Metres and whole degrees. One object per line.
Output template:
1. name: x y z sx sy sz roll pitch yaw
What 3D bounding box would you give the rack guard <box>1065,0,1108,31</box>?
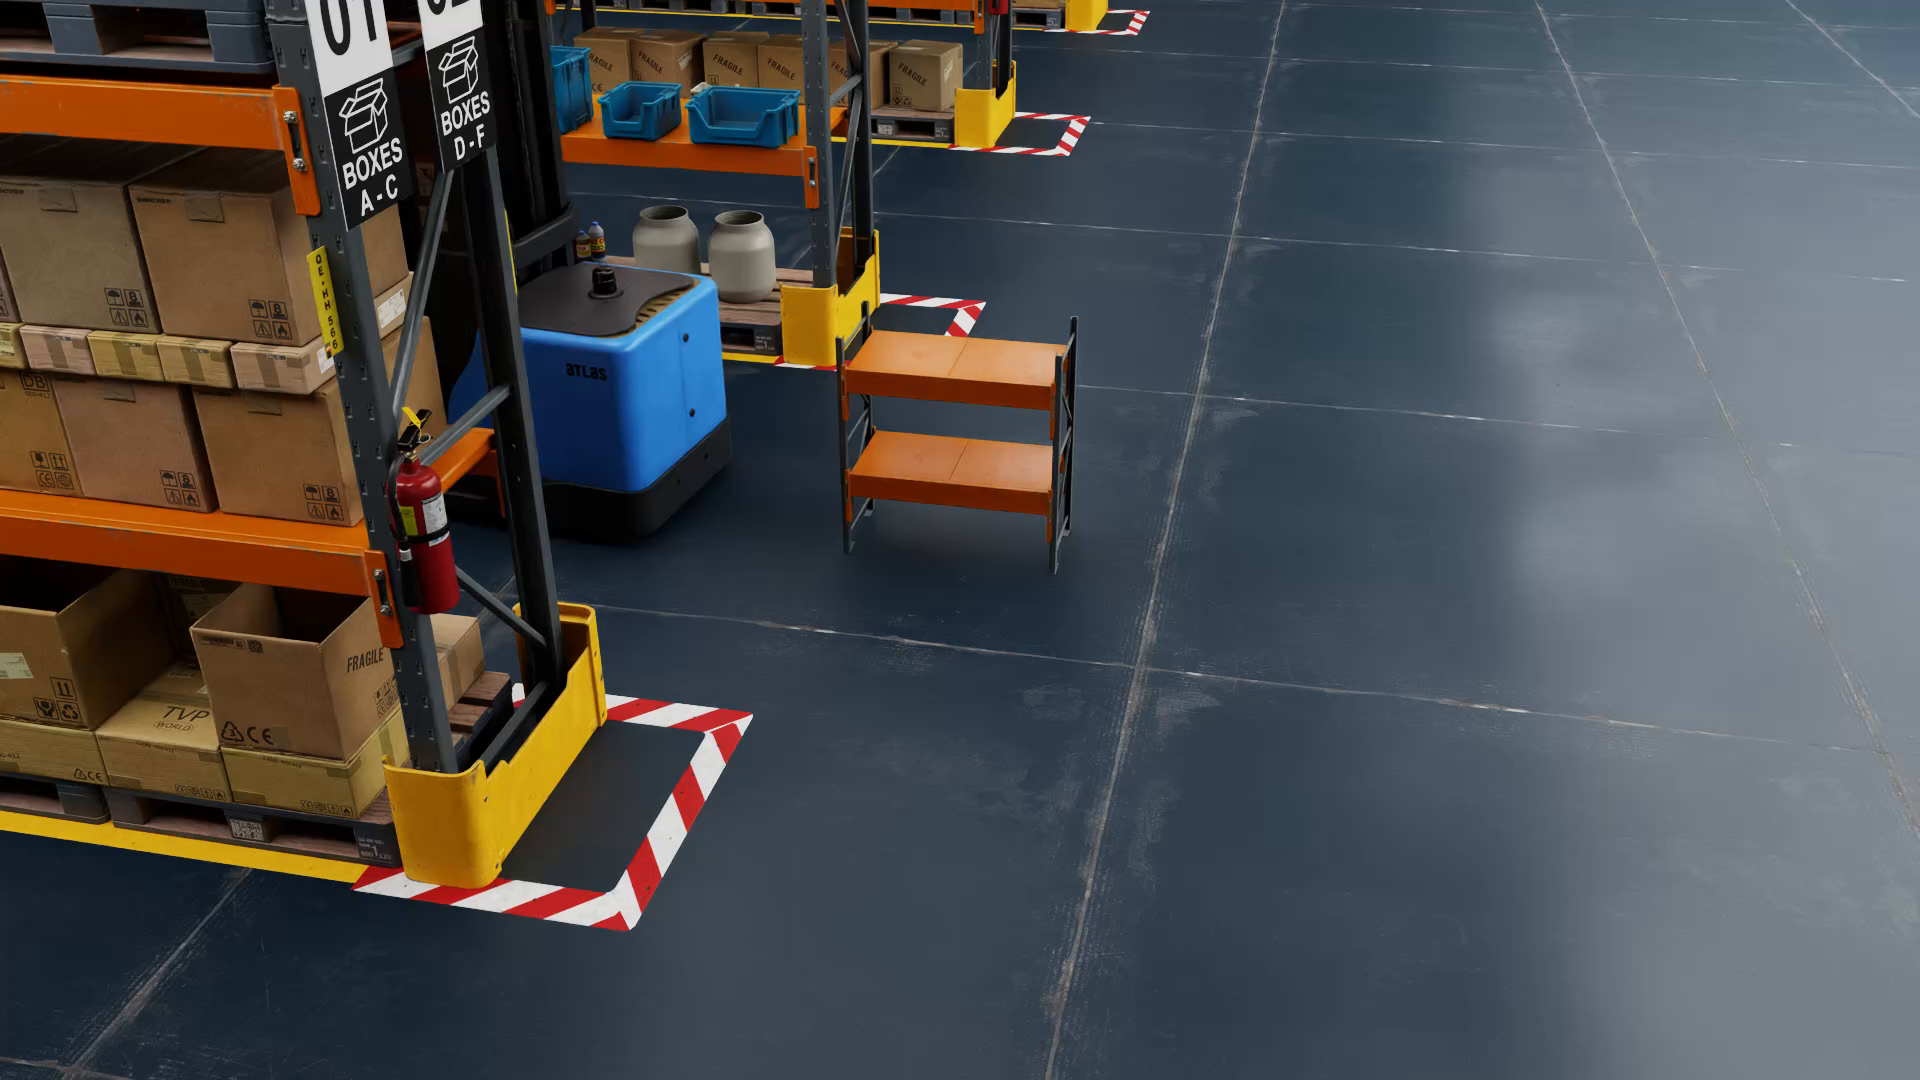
1. rack guard: 1.464 -6.223 19.096 0.348 0.500 1.175 6 29 11

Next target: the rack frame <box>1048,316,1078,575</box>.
1. rack frame: 0.491 -0.443 7.888 0.032 1.125 0.500 6 29 11

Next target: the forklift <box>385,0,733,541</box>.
1. forklift: -2.794 -1.697 8.297 3.031 2.935 1.130 9 30 17

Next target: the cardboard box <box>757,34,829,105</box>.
1. cardboard box: -1.501 -4.276 15.103 0.500 0.500 0.500 9 30 15

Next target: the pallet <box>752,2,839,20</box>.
1. pallet: -1.744 -6.387 19.696 1.213 0.211 1.003 6 29 11

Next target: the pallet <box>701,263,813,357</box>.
1. pallet: -1.606 -1.523 10.812 1.213 0.211 1.003 6 29 11

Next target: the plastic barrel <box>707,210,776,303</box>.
1. plastic barrel: -1.388 -1.800 10.567 0.421 0.512 0.421 0 29 0

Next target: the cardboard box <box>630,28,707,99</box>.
1. cardboard box: -2.661 -4.379 15.290 0.500 0.500 0.500 16 32 26

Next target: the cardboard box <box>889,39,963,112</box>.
1. cardboard box: -0.301 -4.161 14.892 0.500 0.500 0.500 11 31 20

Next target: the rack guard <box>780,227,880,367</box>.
1. rack guard: -0.813 -1.566 10.589 0.348 0.500 1.175 6 29 11

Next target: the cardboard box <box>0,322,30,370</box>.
1. cardboard box: -3.189 -0.732 5.683 0.250 0.149 0.380 7 29 12

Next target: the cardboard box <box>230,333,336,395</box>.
1. cardboard box: -2.180 -0.628 5.494 0.250 0.149 0.380 5 29 10

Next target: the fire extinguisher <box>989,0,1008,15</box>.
1. fire extinguisher: 0.322 -4.741 13.866 0.183 0.674 0.296 6 29 11

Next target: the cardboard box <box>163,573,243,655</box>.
1. cardboard box: -2.734 0.135 6.525 0.500 0.500 0.500 6 29 11

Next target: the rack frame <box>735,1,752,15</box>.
1. rack frame: -2.471 -7.723 19.233 0.127 3.000 1.000 6 29 11

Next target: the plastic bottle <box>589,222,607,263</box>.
1. plastic bottle: -2.437 -2.001 11.164 0.097 0.271 0.097 0 29 0

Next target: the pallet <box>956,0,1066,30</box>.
1. pallet: 0.642 -6.142 19.249 1.213 0.211 1.003 6 29 11

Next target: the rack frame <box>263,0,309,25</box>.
1. rack frame: -1.767 -2.982 4.326 0.127 3.000 1.000 6 29 11

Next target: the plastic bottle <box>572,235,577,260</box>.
1. plastic bottle: -2.654 -2.038 11.219 0.133 0.283 0.061 6 29 11

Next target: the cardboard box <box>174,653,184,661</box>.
1. cardboard box: -3.223 0.414 6.796 0.500 0.250 0.500 6 29 11

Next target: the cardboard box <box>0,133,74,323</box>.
1. cardboard box: -3.281 -1.122 5.721 0.500 0.500 0.700 6 29 11

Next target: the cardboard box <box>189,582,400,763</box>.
1. cardboard box: -2.353 0.428 5.989 0.500 0.500 0.500 6 29 11

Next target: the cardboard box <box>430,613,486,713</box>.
1. cardboard box: -2.245 0.513 6.616 0.500 0.250 0.500 6 29 11

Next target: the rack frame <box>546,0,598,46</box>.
1. rack frame: -3.606 -5.404 14.997 0.127 3.000 1.000 6 29 11

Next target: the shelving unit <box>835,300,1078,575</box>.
1. shelving unit: -0.007 -0.494 7.981 1.048 1.125 0.538 6 29 11

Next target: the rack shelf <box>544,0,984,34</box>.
1. rack shelf: -1.650 -4.888 14.803 4.000 0.370 1.077 6 29 11

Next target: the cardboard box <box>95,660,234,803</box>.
1. cardboard box: -2.844 0.712 6.253 0.500 0.250 0.500 6 29 11

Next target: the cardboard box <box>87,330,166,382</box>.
1. cardboard box: -2.686 -0.679 5.587 0.250 0.149 0.380 5 29 10

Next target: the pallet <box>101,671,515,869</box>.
1. pallet: -2.523 0.815 6.541 1.213 0.211 1.003 6 29 11

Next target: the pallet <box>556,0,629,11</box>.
1. pallet: -4.438 -6.663 20.201 1.213 0.211 1.003 6 29 11

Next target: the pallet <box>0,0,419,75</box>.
1. pallet: -2.453 -1.711 5.220 1.213 0.211 1.003 6 29 11

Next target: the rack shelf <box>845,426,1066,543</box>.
1. rack shelf: -0.007 -0.280 8.099 1.000 0.278 0.538 6 29 11

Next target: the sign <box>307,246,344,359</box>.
1. sign: -1.893 -0.709 4.969 0.005 0.325 0.100 6 29 11

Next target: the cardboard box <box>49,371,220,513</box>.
1. cardboard box: -2.735 -0.498 5.932 0.500 0.500 0.700 7 29 12

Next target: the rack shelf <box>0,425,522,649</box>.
1. rack shelf: -3.722 -0.236 6.306 4.000 0.370 1.077 6 29 11

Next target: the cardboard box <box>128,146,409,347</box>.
1. cardboard box: -2.272 -1.022 5.538 0.500 0.500 0.700 6 29 11

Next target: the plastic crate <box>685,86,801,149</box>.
1. plastic crate: -1.280 -2.521 9.886 0.616 0.251 0.499 6 29 11

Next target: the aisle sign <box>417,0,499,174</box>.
1. aisle sign: -1.638 -1.628 5.394 0.004 0.787 0.394 6 29 11

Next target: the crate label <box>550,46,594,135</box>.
1. crate label: -2.585 -2.750 10.112 0.616 0.435 0.502 6 29 11
